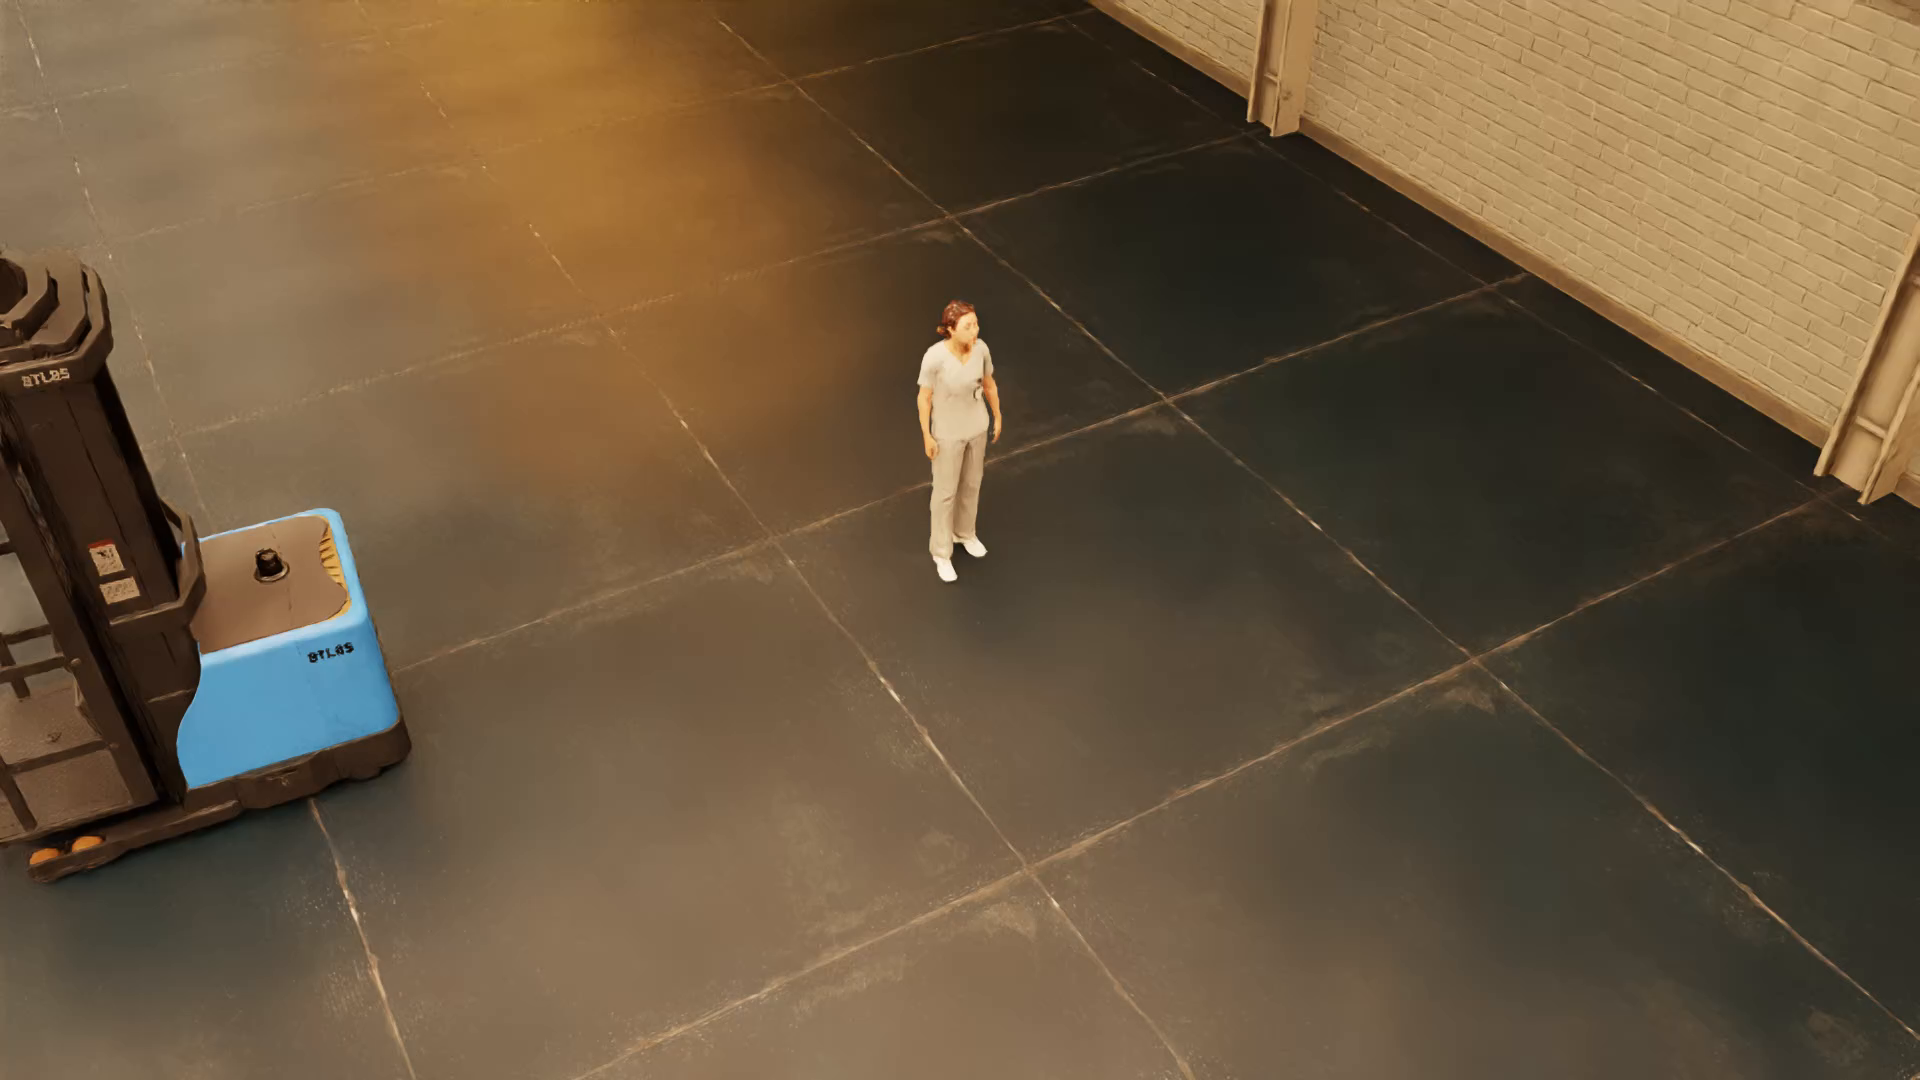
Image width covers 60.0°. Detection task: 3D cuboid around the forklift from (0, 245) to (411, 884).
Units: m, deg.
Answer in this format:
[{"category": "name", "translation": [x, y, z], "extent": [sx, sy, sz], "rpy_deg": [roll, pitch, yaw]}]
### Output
[{"category": "forklift", "translation": [-4.490, 0.184, 7.814], "extent": [3.031, 2.935, 1.130], "rpy_deg": [-17, 42, -19]}]

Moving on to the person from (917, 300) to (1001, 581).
[{"category": "person", "translation": [0.026, -0.601, 9.742], "extent": [0.550, 1.663, 0.548], "rpy_deg": [-20, 44, -23]}]
